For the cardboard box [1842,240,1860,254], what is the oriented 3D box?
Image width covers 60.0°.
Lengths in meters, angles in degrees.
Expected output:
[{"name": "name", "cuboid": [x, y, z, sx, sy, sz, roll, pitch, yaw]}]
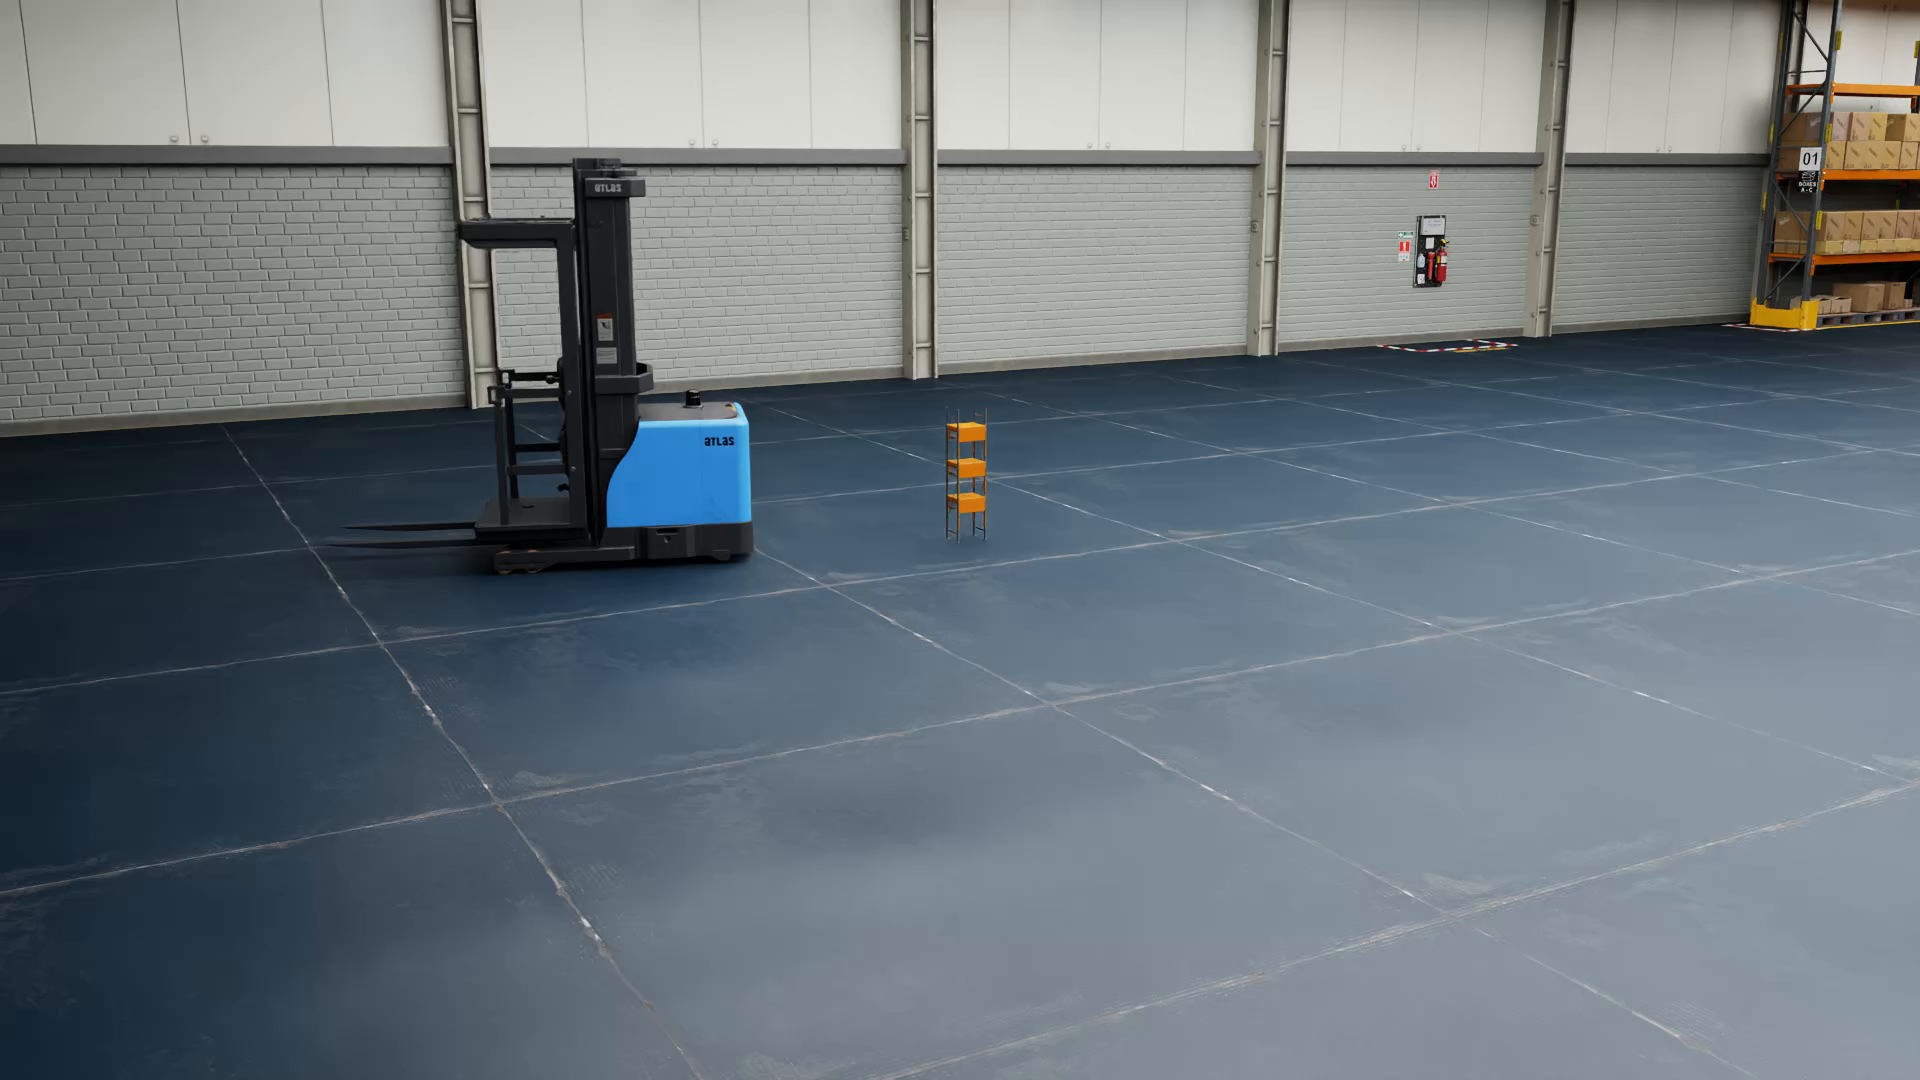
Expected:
[{"name": "cardboard box", "cuboid": [16.078, -5.369, 30.432, 0.500, 0.250, 0.500, -7, 15, -30]}]

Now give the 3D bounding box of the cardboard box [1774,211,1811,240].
[{"name": "cardboard box", "cuboid": [15.361, -5.778, 30.541, 0.500, 0.500, 0.500, -7, 14, -28]}]

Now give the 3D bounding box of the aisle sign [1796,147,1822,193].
[{"name": "aisle sign", "cuboid": [15.129, -6.588, 29.630, 0.004, 0.787, 0.394, -7, 14, -28]}]

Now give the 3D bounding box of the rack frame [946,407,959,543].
[{"name": "rack frame", "cuboid": [-0.060, -0.505, 12.962, 0.008, 1.050, 0.200, -7, 14, -28]}]

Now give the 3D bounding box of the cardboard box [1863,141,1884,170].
[{"name": "cardboard box", "cuboid": [16.404, -6.999, 30.273, 0.500, 0.500, 0.500, -6, 14, -25]}]

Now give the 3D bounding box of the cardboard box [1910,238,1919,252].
[{"name": "cardboard box", "cuboid": [17.848, -5.584, 31.384, 0.500, 0.250, 0.500, -7, 14, -28]}]

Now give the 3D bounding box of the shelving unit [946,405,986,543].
[{"name": "shelving unit", "cuboid": [0.047, -0.518, 13.019, 0.252, 1.050, 0.215, -7, 14, -28]}]

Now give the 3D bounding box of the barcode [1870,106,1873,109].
[{"name": "barcode", "cuboid": [17.134, -8.133, 31.257, 0.075, 0.075, 0.001, -7, 14, -28]}]

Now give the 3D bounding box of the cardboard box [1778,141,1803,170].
[{"name": "cardboard box", "cuboid": [15.294, -7.000, 30.276, 0.500, 0.500, 0.500, -6, 14, -24]}]

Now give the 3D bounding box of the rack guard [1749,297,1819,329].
[{"name": "rack guard", "cuboid": [15.115, -4.174, 30.516, 0.348, 0.500, 1.175, -7, 14, -28]}]

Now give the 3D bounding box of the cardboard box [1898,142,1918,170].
[{"name": "cardboard box", "cuboid": [17.317, -7.111, 30.769, 0.500, 0.500, 0.500, -7, 15, -30]}]

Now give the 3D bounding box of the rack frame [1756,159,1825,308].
[{"name": "rack frame", "cuboid": [15.049, -5.385, 30.206, 0.127, 3.000, 1.000, -7, 14, -28]}]

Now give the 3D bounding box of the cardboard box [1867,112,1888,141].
[{"name": "cardboard box", "cuboid": [16.412, -7.488, 30.166, 0.500, 0.500, 0.500, -6, 14, -26]}]

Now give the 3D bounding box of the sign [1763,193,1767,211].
[{"name": "sign", "cuboid": [14.800, -6.213, 30.529, 0.005, 0.325, 0.100, -7, 14, -28]}]

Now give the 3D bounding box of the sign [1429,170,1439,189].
[{"name": "sign", "cuboid": [7.740, -5.891, 27.174, 0.199, 0.298, 0.001, -7, 14, -28]}]

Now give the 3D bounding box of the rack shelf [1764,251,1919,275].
[{"name": "rack shelf", "cuboid": [16.804, -5.245, 31.220, 4.000, 0.370, 1.077, -7, 14, -28]}]

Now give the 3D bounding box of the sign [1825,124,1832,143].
[{"name": "sign", "cuboid": [15.309, -7.171, 29.316, 0.005, 0.325, 0.100, -7, 14, -28]}]

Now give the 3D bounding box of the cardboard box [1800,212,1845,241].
[{"name": "cardboard box", "cuboid": [15.612, -5.680, 30.104, 0.500, 0.500, 0.500, -7, 14, -28]}]

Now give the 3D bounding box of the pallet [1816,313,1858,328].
[{"name": "pallet", "cuboid": [15.845, -4.111, 30.898, 1.213, 0.211, 1.003, -7, 14, -28]}]

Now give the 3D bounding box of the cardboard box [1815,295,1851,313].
[{"name": "cardboard box", "cuboid": [16.200, -4.404, 30.966, 0.500, 0.311, 0.500, -6, 14, -23]}]

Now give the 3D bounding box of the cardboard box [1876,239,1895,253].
[{"name": "cardboard box", "cuboid": [16.973, -5.475, 30.899, 0.500, 0.250, 0.500, -7, 14, -27]}]

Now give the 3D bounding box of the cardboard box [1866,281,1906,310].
[{"name": "cardboard box", "cuboid": [17.668, -4.684, 31.783, 0.500, 0.500, 0.500, -8, 15, -32]}]

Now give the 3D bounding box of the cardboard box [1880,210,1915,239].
[{"name": "cardboard box", "cuboid": [17.410, -5.895, 31.058, 0.500, 0.500, 0.500, -7, 15, -29]}]

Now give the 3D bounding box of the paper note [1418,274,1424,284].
[{"name": "paper note", "cuboid": [7.607, -4.307, 27.420, 0.142, 0.148, 0.016, -7, 14, -28]}]

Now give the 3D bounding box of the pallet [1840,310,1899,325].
[{"name": "pallet", "cuboid": [16.915, -4.239, 31.464, 1.213, 0.211, 1.003, -7, 14, -28]}]

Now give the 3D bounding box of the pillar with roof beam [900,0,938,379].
[{"name": "pillar with roof beam", "cuboid": [1.512, -5.829, 18.515, 0.400, 9.000, 9.100, -7, 14, -28]}]

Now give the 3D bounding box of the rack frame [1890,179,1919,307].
[{"name": "rack frame", "cuboid": [18.560, -5.806, 32.076, 0.127, 3.000, 1.000, -7, 14, -28]}]

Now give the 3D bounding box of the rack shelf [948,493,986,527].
[{"name": "rack shelf", "cuboid": [0.047, -0.236, 13.082, 0.240, 0.259, 0.215, -7, 14, -28]}]

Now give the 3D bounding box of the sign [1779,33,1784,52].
[{"name": "sign", "cuboid": [14.801, -8.954, 29.913, 0.005, 0.325, 0.100, -7, 14, -28]}]

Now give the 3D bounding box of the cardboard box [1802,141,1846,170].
[{"name": "cardboard box", "cuboid": [15.462, -6.894, 29.806, 0.500, 0.500, 0.500, -6, 14, -26]}]

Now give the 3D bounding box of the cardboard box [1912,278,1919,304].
[{"name": "cardboard box", "cuboid": [19.198, -4.882, 32.661, 0.500, 0.500, 0.700, -6, 14, -26]}]

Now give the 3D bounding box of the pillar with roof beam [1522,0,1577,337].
[{"name": "pillar with roof beam", "cuboid": [12.045, -7.092, 24.124, 0.400, 9.000, 9.100, -7, 14, -28]}]

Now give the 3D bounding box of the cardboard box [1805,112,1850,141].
[{"name": "cardboard box", "cuboid": [15.503, -7.389, 29.726, 0.500, 0.500, 0.500, -8, 15, -32]}]

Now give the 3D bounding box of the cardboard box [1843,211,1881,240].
[{"name": "cardboard box", "cuboid": [16.507, -5.783, 30.563, 0.500, 0.500, 0.500, -7, 15, -30]}]

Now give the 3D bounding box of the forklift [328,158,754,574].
[{"name": "forklift", "cuboid": [-3.108, -1.310, 12.253, 3.031, 2.935, 1.130, -2, 13, -10]}]

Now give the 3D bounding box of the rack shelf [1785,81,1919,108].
[{"name": "rack shelf", "cuboid": [16.804, -8.170, 30.562, 4.000, 0.370, 1.077, -7, 14, -28]}]

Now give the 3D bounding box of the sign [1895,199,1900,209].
[{"name": "sign", "cuboid": [18.291, -6.477, 32.423, 0.005, 0.325, 0.100, -7, 14, -28]}]
